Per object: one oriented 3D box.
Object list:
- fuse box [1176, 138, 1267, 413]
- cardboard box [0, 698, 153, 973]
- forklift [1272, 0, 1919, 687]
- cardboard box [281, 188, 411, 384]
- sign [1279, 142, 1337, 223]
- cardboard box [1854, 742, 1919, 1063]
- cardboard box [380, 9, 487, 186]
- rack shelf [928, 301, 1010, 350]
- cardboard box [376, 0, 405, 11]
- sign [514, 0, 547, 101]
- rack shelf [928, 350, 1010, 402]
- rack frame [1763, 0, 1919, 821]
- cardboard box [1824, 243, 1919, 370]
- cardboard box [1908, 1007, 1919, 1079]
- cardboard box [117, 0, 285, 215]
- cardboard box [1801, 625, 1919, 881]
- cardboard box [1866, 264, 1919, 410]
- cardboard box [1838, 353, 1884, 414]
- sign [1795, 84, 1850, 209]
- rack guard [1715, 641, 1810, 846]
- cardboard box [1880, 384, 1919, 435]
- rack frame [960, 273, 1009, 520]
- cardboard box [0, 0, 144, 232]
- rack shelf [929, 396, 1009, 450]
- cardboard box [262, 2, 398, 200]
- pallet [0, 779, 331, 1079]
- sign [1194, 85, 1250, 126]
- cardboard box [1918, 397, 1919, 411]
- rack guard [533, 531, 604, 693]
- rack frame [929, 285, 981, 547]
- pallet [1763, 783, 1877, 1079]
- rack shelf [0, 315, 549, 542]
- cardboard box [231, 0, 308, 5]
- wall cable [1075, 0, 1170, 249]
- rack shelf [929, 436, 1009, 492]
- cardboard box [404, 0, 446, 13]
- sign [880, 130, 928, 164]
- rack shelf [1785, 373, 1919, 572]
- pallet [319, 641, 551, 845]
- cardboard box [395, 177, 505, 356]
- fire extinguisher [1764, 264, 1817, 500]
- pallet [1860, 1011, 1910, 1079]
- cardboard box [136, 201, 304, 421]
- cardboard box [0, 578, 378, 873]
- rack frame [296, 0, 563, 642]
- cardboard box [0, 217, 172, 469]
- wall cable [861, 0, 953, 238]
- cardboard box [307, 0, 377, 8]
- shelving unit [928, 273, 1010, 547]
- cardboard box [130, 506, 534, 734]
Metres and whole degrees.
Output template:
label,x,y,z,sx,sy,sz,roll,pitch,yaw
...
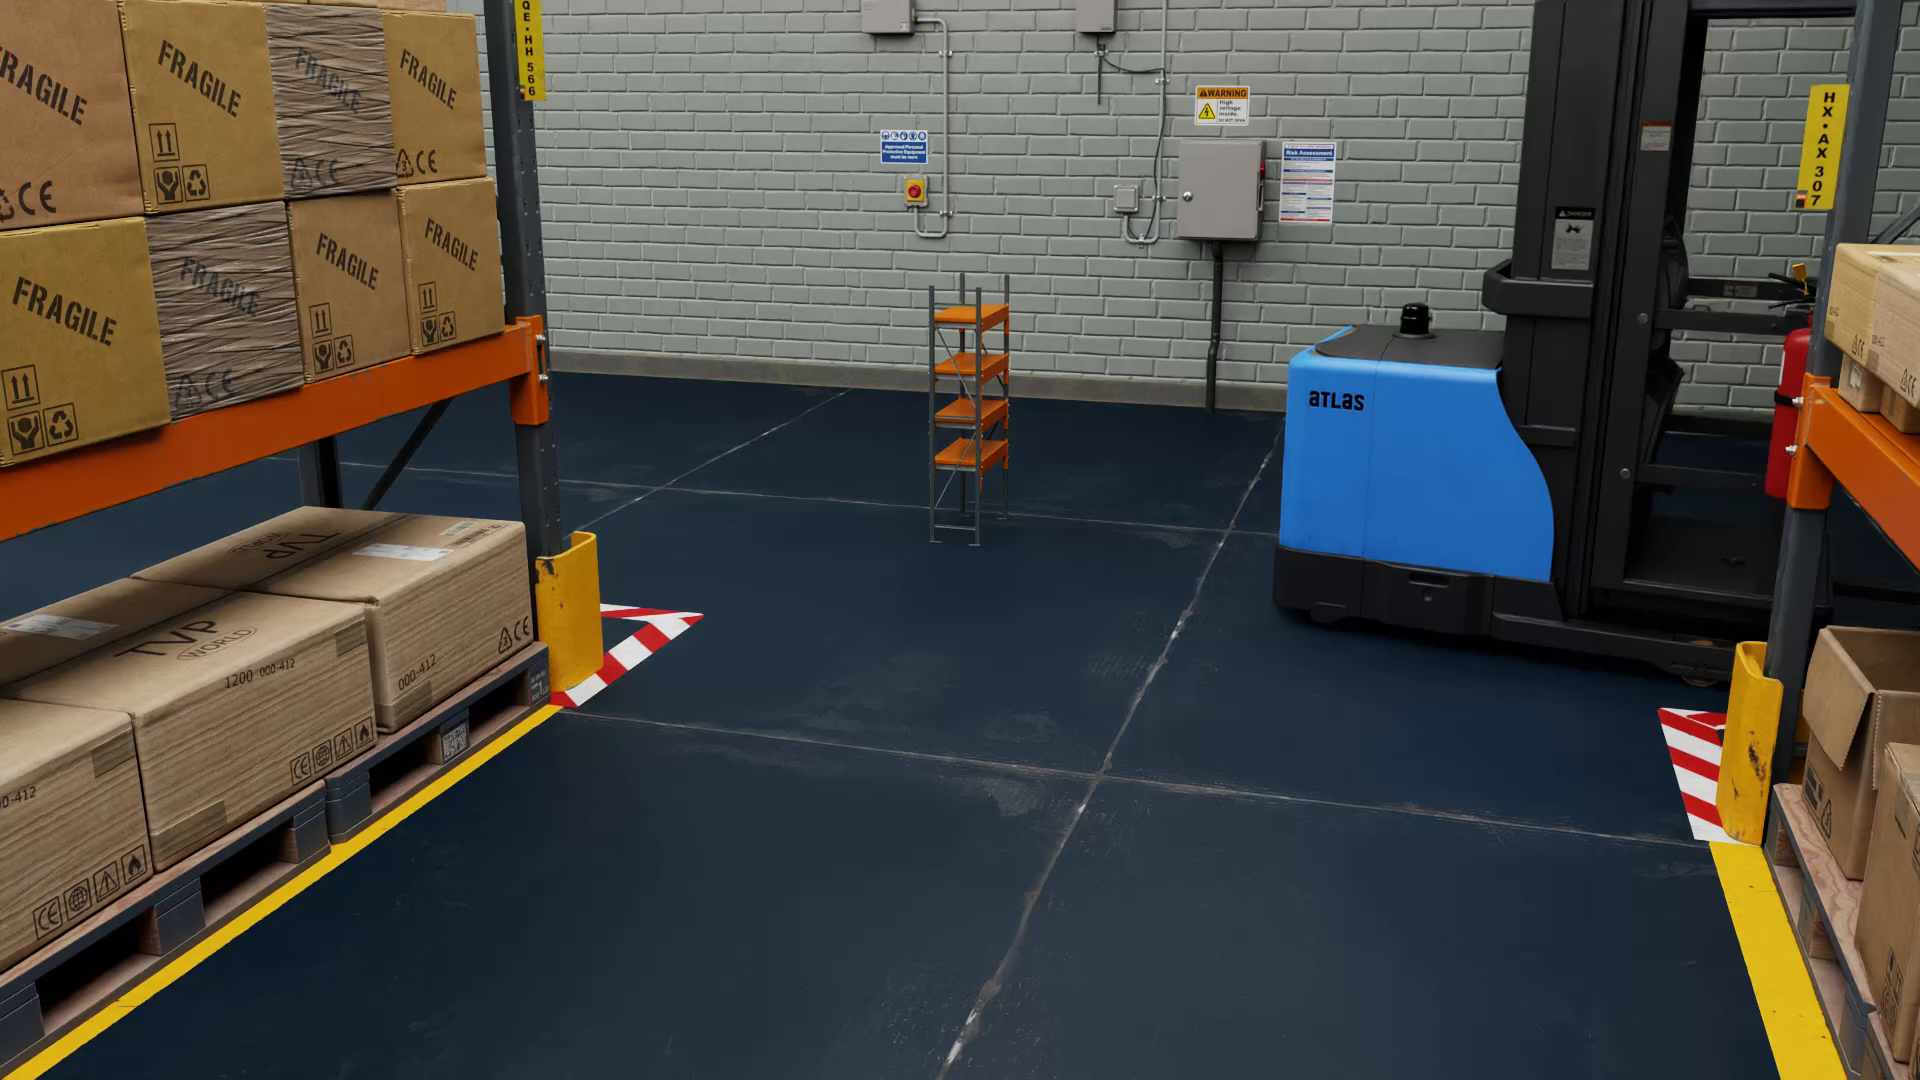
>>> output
label,x,y,z,sx,sy,sz,roll,pitch,yaw
fuse box,1.630,-1.636,10.460,0.539,1.711,0.414,5,16,16
cardboard box,-2.525,0.707,3.764,0.875,0.438,0.875,4,16,14
forklift,2.812,-1.025,6.071,3.031,2.935,1.130,8,18,26
cardboard box,-1.963,-0.751,4.796,0.500,0.500,0.500,4,16,15
sign,2.162,-2.226,10.353,0.329,0.494,0.001,5,16,16
cardboard box,2.292,0.778,3.399,0.700,0.500,0.500,5,17,18
cardboard box,-1.832,-1.364,5.125,0.500,0.500,0.500,5,17,18
rack shelf,0.047,-0.999,7.711,0.258,0.148,0.480,5,16,16
cardboard box,-1.882,-1.643,4.920,0.380,0.149,0.250,5,17,17
sign,-1.407,-1.605,5.434,0.100,0.325,0.005,5,16,16
rack shelf,0.047,-0.771,7.776,0.258,0.148,0.480,5,16,16
rack frame,2.837,-0.595,4.432,1.000,3.000,0.127,5,16,16
cardboard box,2.450,-0.569,4.067,0.500,0.250,0.500,5,17,16
cardboard box,2.046,0.909,2.939,0.500,0.500,0.500,5,17,17
cardboard box,-2.096,-1.096,4.180,0.500,0.500,0.500,5,16,16
cardboard box,2.572,0.556,4.177,0.797,0.503,0.637,4,16,14
cardboard box,2.307,-0.437,3.602,0.500,0.250,0.500,5,17,16
cardboard box,2.481,-0.410,4.238,0.380,0.149,0.250,4,16,15
sign,2.317,-1.054,4.462,0.100,0.325,0.005,5,16,16
rack guard,2.816,0.627,4.703,1.175,0.500,0.348,5,16,16
cardboard box,2.453,-0.340,3.991,0.380,0.149,0.250,5,17,17
rack frame,0.116,-0.684,8.043,0.240,1.200,0.015,5,16,16
cardboard box,-2.240,-0.964,3.717,0.500,0.500,0.500,5,16,15
rack shelf,0.047,-0.556,7.837,0.258,0.148,0.480,5,16,16
cardboard box,-1.952,-1.225,4.635,0.500,0.500,0.500,5,16,16
pallet,-2.424,0.896,4.285,1.003,0.211,1.213,5,16,16
sign,1.635,-2.711,10.377,0.339,0.242,0.001,5,16,16
cardboard box,2.166,-0.304,3.133,0.500,0.250,0.500,4,16,15
rack guard,-1.916,0.217,6.149,1.175,0.500,0.348,5,16,16
rack frame,-0.022,-0.557,7.593,0.240,1.200,0.015,5,16,16
pallet,2.590,0.975,4.007,1.003,0.211,1.213,5,16,16
rack shelf,-2.491,-0.110,4.039,1.077,0.370,4.000,5,16,16
cardboard box,-1.986,-1.506,4.438,0.380,0.149,0.250,5,17,17
wall cable,1.020,-2.838,10.477,0.588,1.984,0.122,5,16,16
rack shelf,0.047,-0.365,7.891,0.258,0.148,0.480,5,16,16
cardboard box,-1.833,-1.711,5.161,0.380,0.149,0.250,5,17,17
sign,-0.372,-2.606,11.026,0.327,0.218,0.001,5,16,16
rack shelf,2.269,0.274,2.685,1.077,0.370,4.000,5,16,16
pallet,-2.075,0.577,5.407,1.003,0.211,1.213,5,16,16
cardboard box,-1.806,-0.881,5.254,0.500,0.500,0.500,5,17,16
fire extinguisher,2.436,-0.453,4.755,0.296,0.674,0.183,5,16,16
pallet,2.241,1.293,2.885,1.003,0.211,1.213,5,16,16
cardboard box,-2.100,-0.615,4.318,0.500,0.500,0.500,5,17,17
cardboard box,-2.267,0.472,4.595,0.875,0.438,0.875,5,17,17
rack frame,-1.923,-0.979,5.785,1.000,3.000,0.127,5,16,16
cardboard box,-2.234,-0.479,3.839,0.500,0.500,0.500,5,17,18
wall cable,-0.343,-2.960,10.850,0.585,1.953,0.123,5,16,16
cardboard box,-1.875,-1.569,4.659,0.380,0.149,0.250,4,16,15
shelving unit,0.047,-0.621,7.818,0.258,1.200,0.503,5,16,16
cardboard box,-2.015,0.232,5.442,0.875,0.438,0.875,4,16,14
